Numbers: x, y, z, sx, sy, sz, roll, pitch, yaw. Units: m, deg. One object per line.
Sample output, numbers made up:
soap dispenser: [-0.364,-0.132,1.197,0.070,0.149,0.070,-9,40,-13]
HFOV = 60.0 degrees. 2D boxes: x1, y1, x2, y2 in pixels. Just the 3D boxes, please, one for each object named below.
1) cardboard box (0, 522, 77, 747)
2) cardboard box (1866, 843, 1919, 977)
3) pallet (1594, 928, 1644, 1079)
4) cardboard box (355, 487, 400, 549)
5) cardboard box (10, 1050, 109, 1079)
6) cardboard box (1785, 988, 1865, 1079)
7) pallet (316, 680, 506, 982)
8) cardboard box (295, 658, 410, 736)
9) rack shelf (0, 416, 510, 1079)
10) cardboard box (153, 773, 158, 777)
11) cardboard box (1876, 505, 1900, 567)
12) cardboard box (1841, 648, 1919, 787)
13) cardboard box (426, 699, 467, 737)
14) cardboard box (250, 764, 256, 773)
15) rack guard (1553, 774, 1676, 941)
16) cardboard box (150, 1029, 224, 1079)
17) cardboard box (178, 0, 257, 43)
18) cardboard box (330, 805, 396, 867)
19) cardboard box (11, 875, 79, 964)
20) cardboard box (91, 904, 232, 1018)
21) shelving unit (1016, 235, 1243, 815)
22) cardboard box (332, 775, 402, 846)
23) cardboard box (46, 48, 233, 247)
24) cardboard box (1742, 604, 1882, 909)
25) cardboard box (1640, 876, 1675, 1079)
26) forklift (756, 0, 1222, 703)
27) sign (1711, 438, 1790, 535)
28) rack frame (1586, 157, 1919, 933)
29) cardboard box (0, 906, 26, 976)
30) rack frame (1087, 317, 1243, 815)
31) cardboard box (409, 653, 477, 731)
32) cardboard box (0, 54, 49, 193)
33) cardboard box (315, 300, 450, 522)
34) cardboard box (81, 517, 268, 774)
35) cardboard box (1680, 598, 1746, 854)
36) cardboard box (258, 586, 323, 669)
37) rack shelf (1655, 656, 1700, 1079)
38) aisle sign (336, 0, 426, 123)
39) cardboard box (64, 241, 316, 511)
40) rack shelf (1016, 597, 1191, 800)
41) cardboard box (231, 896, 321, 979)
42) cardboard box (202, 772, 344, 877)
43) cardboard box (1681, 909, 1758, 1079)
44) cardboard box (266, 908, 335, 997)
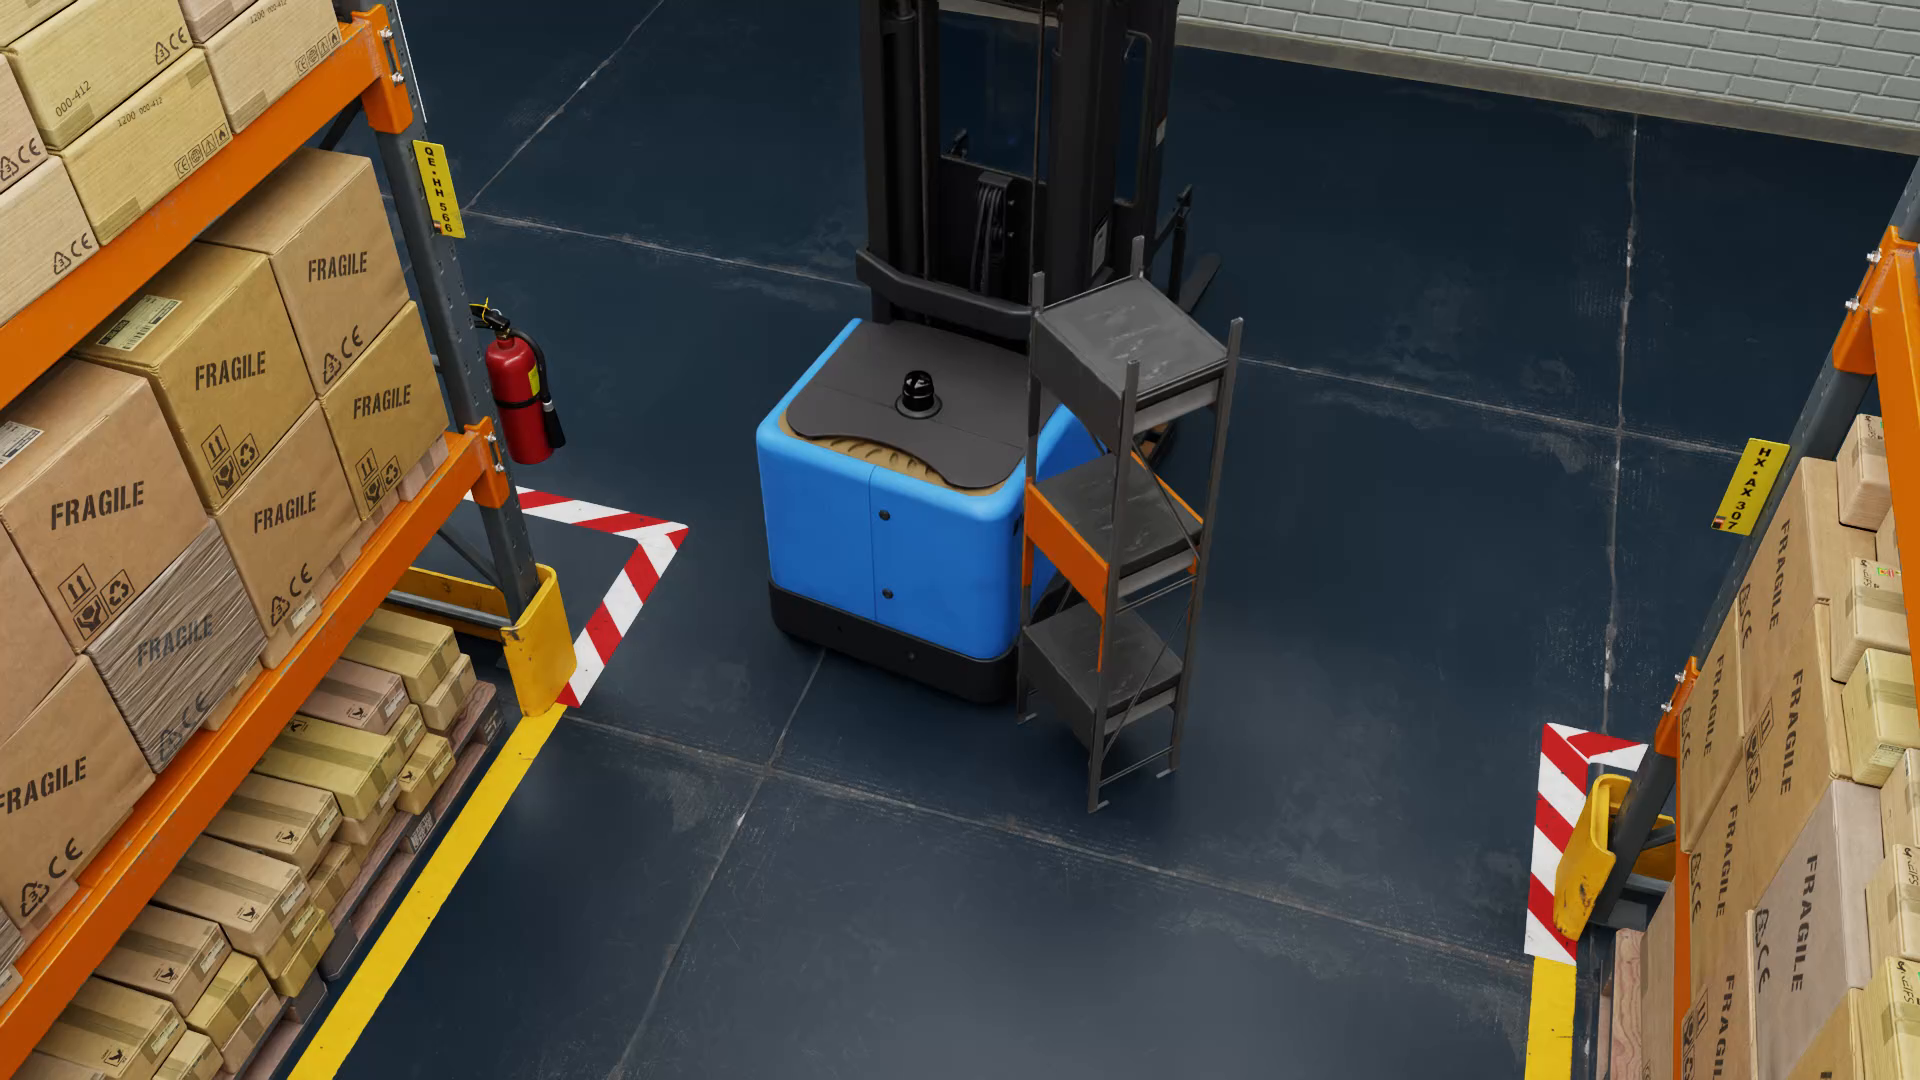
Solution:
cardboard box: [-2.459,0.236,3.764,0.500,0.500,0.500,11,45,11]
cardboard box: [1.872,0.734,3.004,0.380,0.149,0.250,13,46,13]
pallet: [2.483,1.865,5.092,1.003,0.211,1.213,13,46,13]
cardboard box: [-2.038,-0.137,5.324,0.380,0.149,0.250,12,46,12]
cardboard box: [-2.622,1.594,4.688,0.380,0.149,0.250,11,45,11]
cardboard box: [1.785,1.209,2.983,0.500,0.500,0.500,13,46,13]
pallet: [-2.400,0.919,6.059,1.003,0.211,1.213,13,46,13]
cardboard box: [-2.147,0.556,5.749,0.380,0.149,0.250,13,46,13]
rack shelf: [-2.703,0.928,4.570,1.077,0.370,4.000,13,46,13]
cardboard box: [-2.401,0.545,4.627,0.380,0.149,0.250,11,45,11]
cardboard box: [2.268,0.062,3.691,0.380,0.149,0.250,14,46,13]
cardboard box: [2.017,0.390,3.356,0.380,0.149,0.250,11,45,11]
cardboard box: [-2.058,0.602,6.127,0.380,0.149,0.250,13,46,13]
cardboard box: [-2.628,0.748,5.766,0.380,0.149,0.250,13,46,13]
rack guard: [2.658,1.196,5.569,1.175,0.500,0.348,13,46,13]
cardboard box: [-2.438,1.564,4.932,0.380,0.149,0.250,13,46,13]
cardboard box: [-1.995,-1.498,4.141,0.500,0.250,0.500,11,45,11]
cardboard box: [-2.202,0.952,5.769,0.380,0.149,0.250,12,46,12]
cardboard box: [-2.522,0.898,4.266,0.380,0.149,0.250,14,46,14]
cardboard box: [-2.457,1.258,5.032,0.380,0.149,0.250,11,45,11]
shelving unit: [0.517,0.037,5.610,0.431,2.100,0.503,-23,49,-22]
cardboard box: [-2.141,0.859,5.651,0.380,0.149,0.250,11,45,11]
cardboard box: [-2.131,-0.980,3.968,0.500,0.250,0.500,13,46,13]
cardboard box: [2.084,0.531,3.675,0.500,0.500,0.500,11,46,11]
cardboard box: [2.546,1.546,4.956,0.875,0.438,0.875,11,45,11]
forklift: [0.338,-1.454,6.539,1.130,2.935,3.031,19,47,18]
sign: [2.123,-0.140,4.472,0.100,0.325,0.005,13,46,13]
rack frame: [2.651,0.319,4.678,1.000,3.000,0.127,13,46,13]
cardboard box: [-2.589,0.926,3.774,0.500,0.500,0.500,12,46,12]
rack frame: [0.643,0.183,5.460,0.400,2.100,0.015,-23,49,-22]
cardboard box: [-1.986,0.513,6.006,0.380,0.149,0.250,11,46,11]
cardboard box: [-2.306,-0.816,3.444,0.500,0.250,0.500,13,46,13]
cardboard box: [-1.988,-0.450,5.180,0.500,0.500,0.500,13,46,13]
cardboard box: [-2.294,0.232,4.483,0.500,0.500,0.500,13,46,13]
cardboard box: [2.232,0.542,4.379,0.500,0.500,0.500,12,46,12]
cardboard box: [-2.155,0.208,4.971,0.380,0.149,0.250,14,46,14]
rack shelf: [2.045,1.909,3.568,1.077,0.370,4.000,13,46,13]
aisle sign: [-1.790,-1.576,4.757,0.394,0.787,0.004,13,46,13]
cardboard box: [-2.153,-0.466,4.482,0.500,0.500,0.500,11,45,11]
rack shelf: [0.517,0.547,6.109,0.431,0.518,0.480,-23,49,-22]
cardboard box: [-2.286,1.207,5.296,0.380,0.149,0.250,13,46,13]
cardboard box: [-2.244,0.915,5.382,0.380,0.149,0.250,11,45,11]
cardboard box: [1.934,1.221,3.685,0.500,0.500,0.500,12,46,12]
cardboard box: [-2.282,1.303,5.411,0.380,0.149,0.250,11,45,11]
